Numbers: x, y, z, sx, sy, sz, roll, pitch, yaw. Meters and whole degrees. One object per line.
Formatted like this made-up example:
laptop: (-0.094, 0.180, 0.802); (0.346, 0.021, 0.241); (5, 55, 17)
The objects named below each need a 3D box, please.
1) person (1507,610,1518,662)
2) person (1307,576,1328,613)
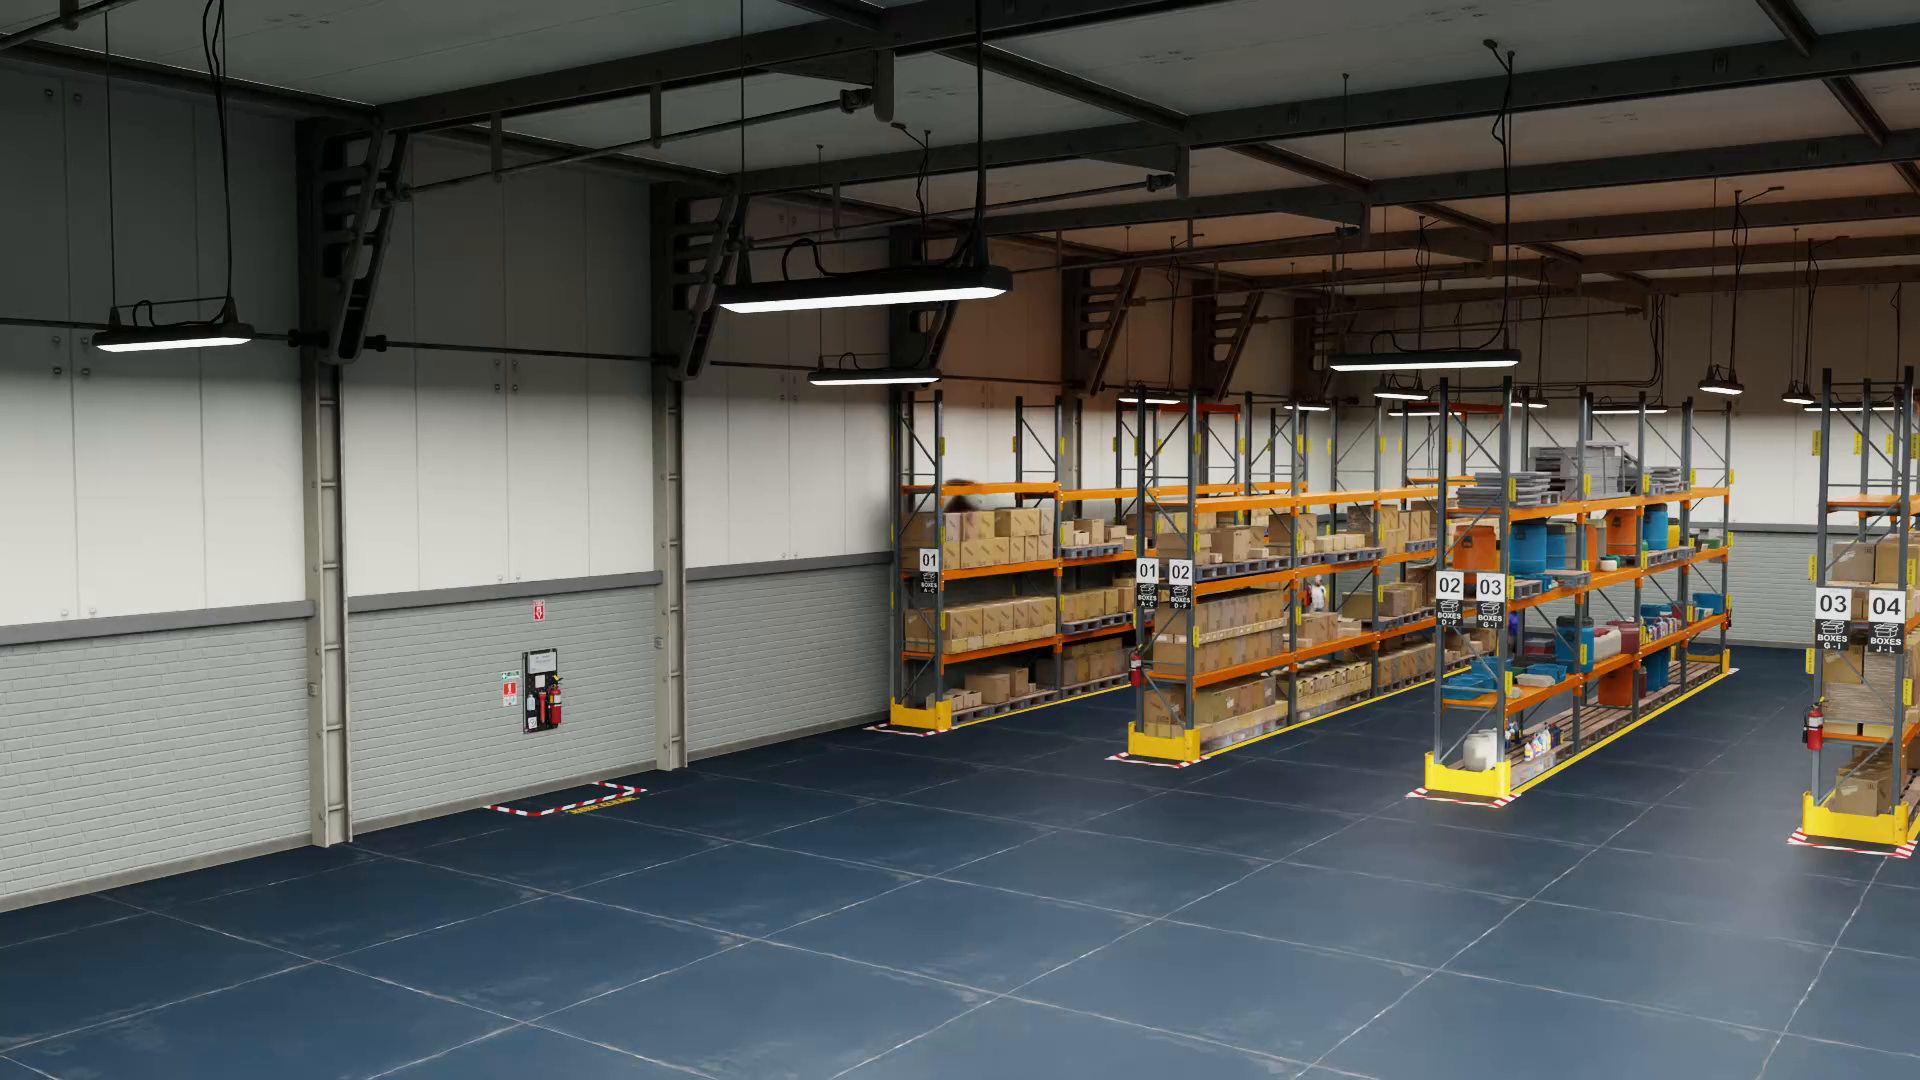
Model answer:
person: (11.948, 2.166, 35.775); (0.501, 1.666, 0.406); (-1, 3, -23)
person: (9.340, 1.759, 43.295); (0.697, 1.630, 0.845); (0, 3, 5)
